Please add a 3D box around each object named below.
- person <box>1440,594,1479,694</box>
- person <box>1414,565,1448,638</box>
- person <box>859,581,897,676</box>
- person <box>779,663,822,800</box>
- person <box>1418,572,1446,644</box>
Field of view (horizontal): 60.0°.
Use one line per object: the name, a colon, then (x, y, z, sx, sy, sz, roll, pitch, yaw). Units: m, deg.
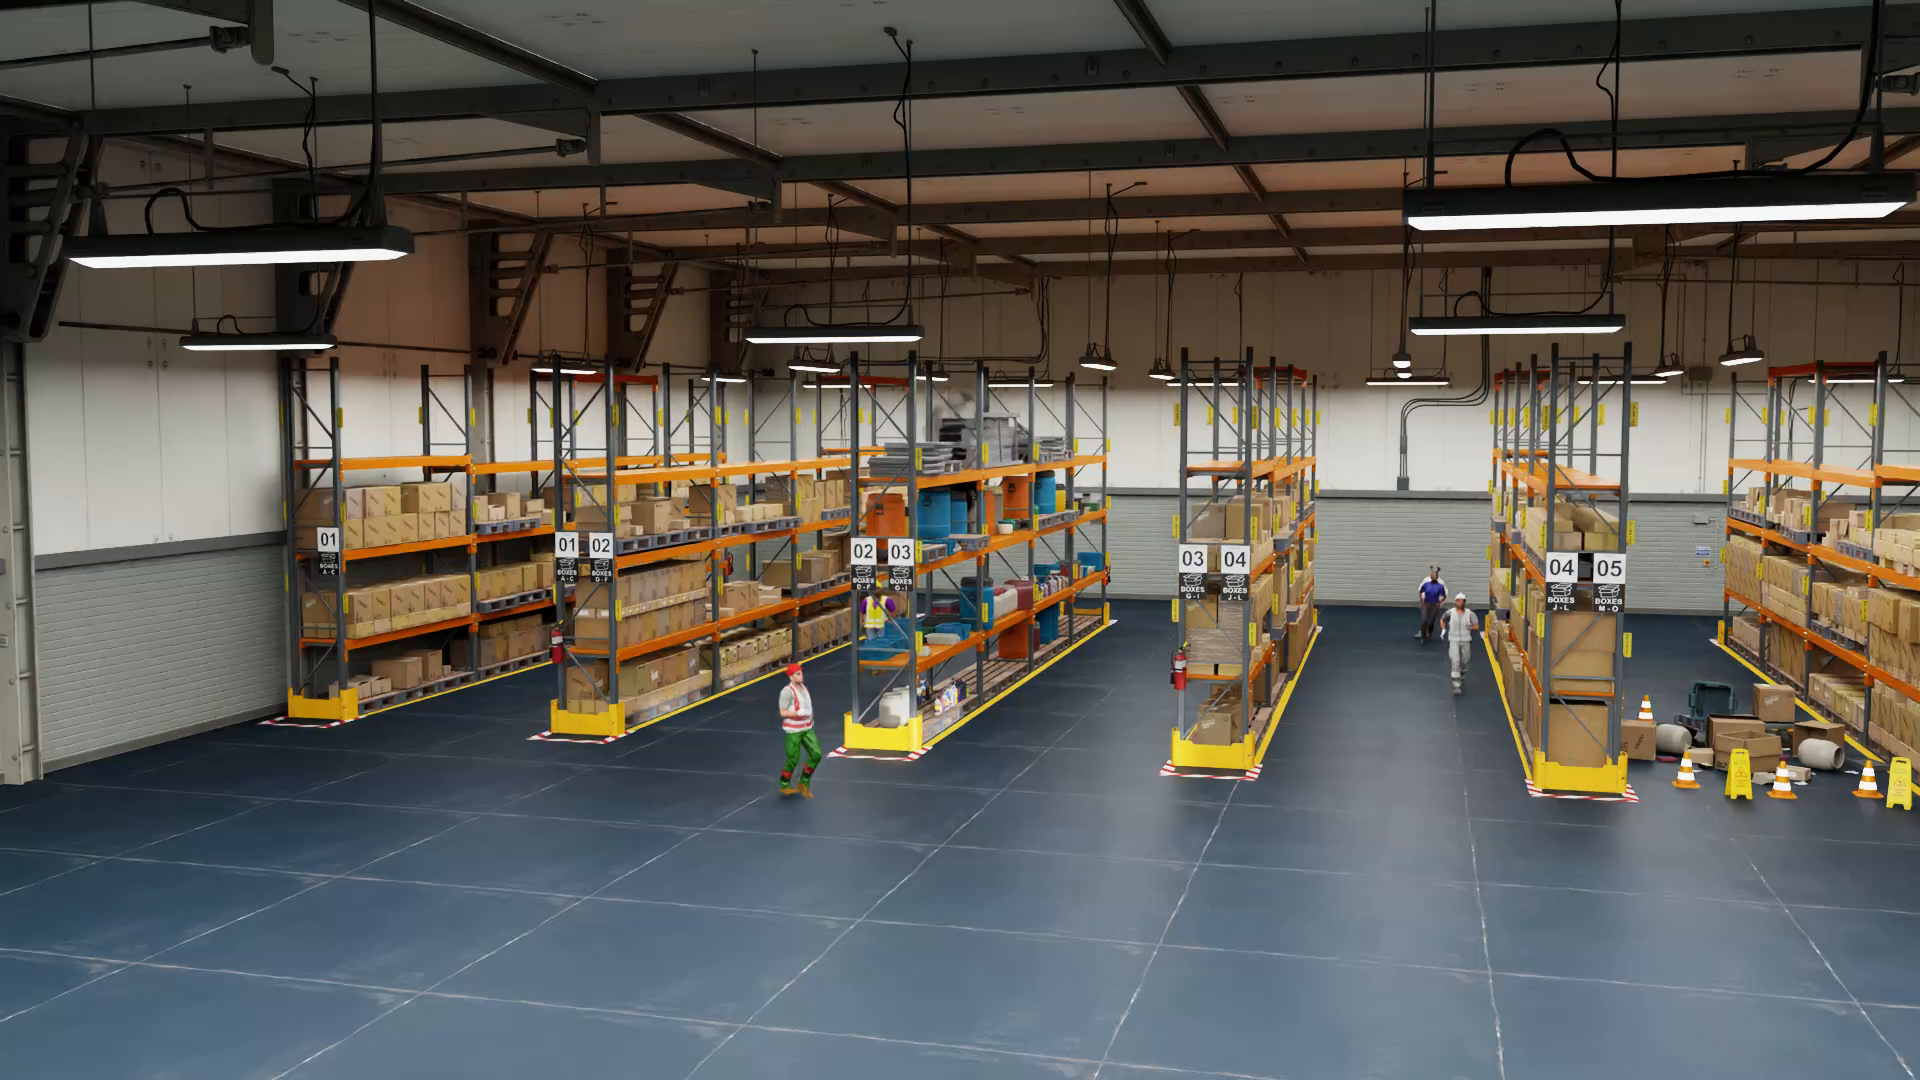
person: (9.096, 1.857, 30.267, 0.659, 1.773, 1.003, 1, 4, 10)
person: (10.742, 1.389, 37.861, 0.672, 1.643, 0.823, 3, 5, 38)
person: (-1.529, 1.619, 30.398, 0.696, 1.735, 0.558, 1, 4, 9)
person: (-2.094, 2.516, 21.789, 0.690, 1.807, 0.635, 3, 5, 39)
person: (10.495, 1.503, 37.005, 0.605, 1.606, 0.611, 2, 5, 24)
